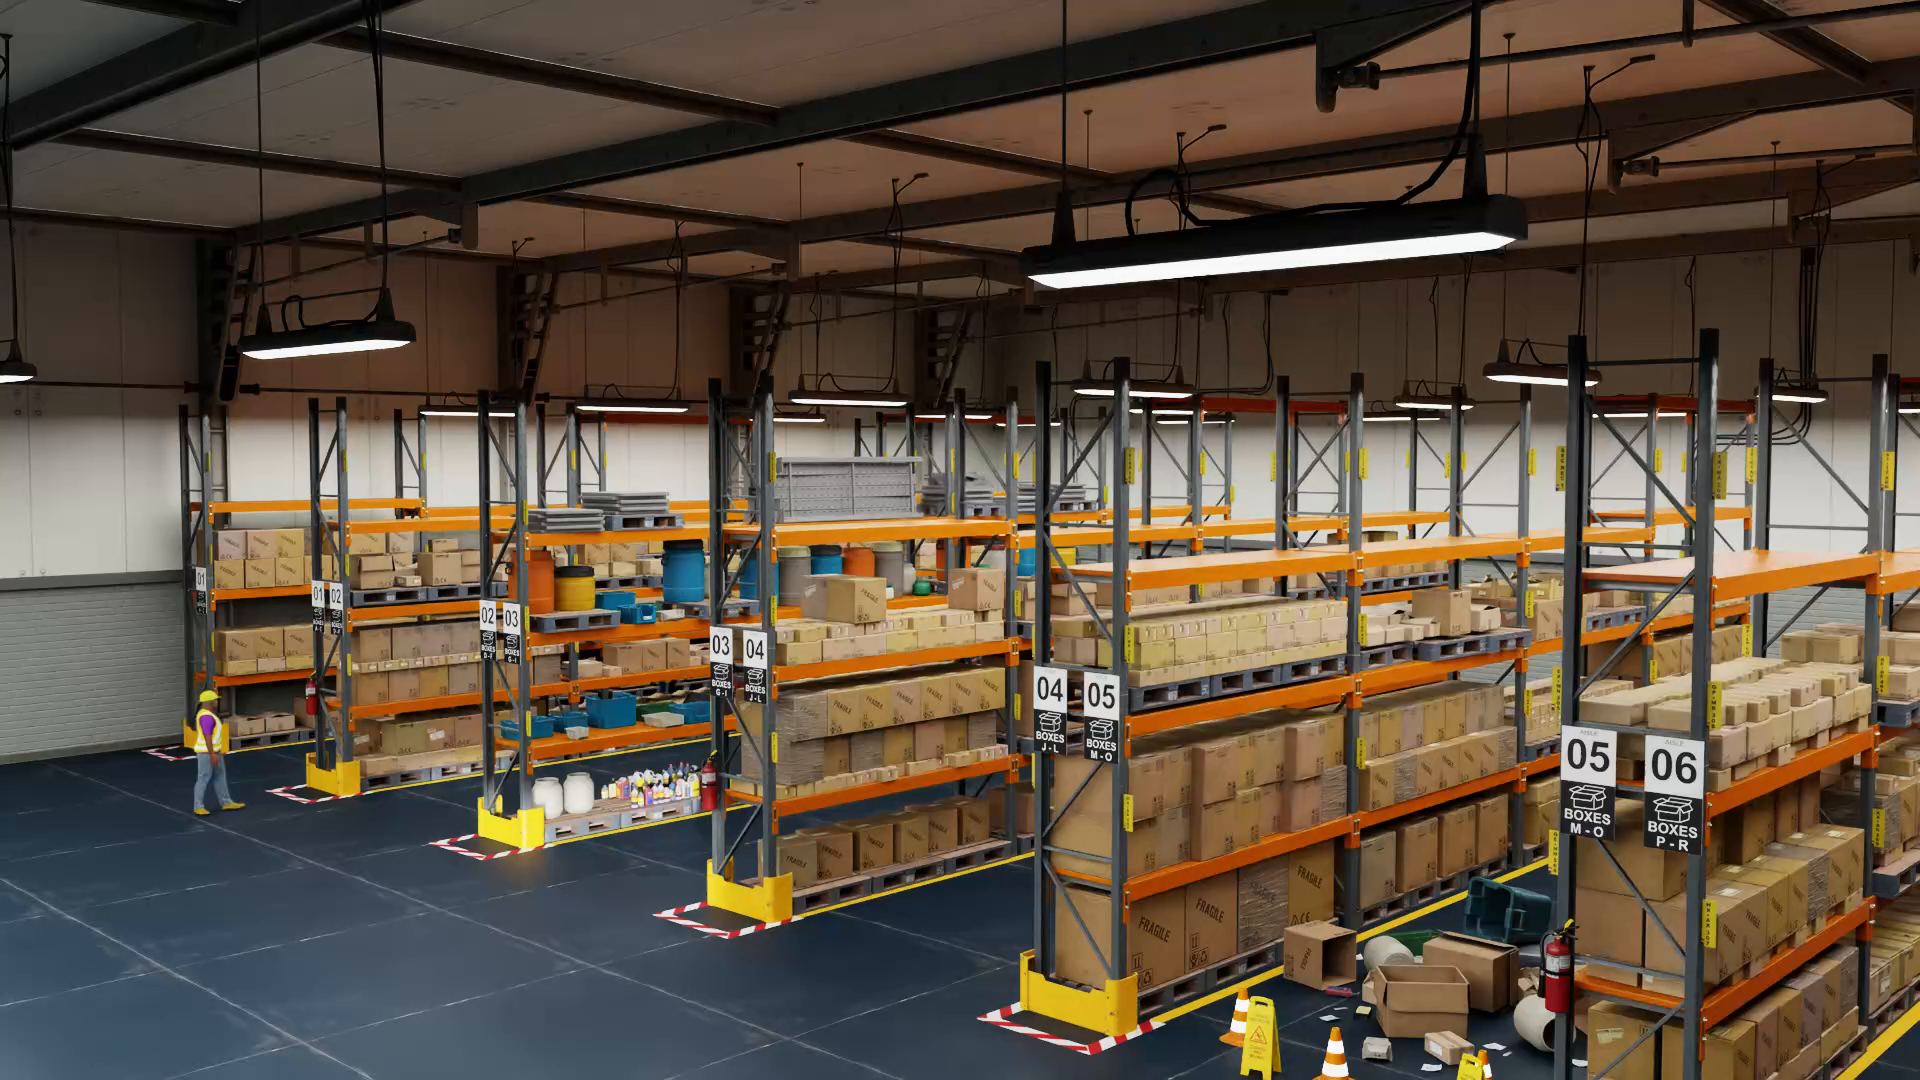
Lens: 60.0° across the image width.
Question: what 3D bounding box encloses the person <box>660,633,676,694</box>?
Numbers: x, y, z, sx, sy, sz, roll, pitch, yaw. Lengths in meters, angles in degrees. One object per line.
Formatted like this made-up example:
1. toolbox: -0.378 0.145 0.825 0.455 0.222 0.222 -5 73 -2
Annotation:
1. person: -5.976 2.621 33.785 0.501 1.659 0.332 -3 4 -40

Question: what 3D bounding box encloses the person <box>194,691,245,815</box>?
1. person: -10.664 3.033 23.833 0.618 1.755 0.609 0 3 -5
